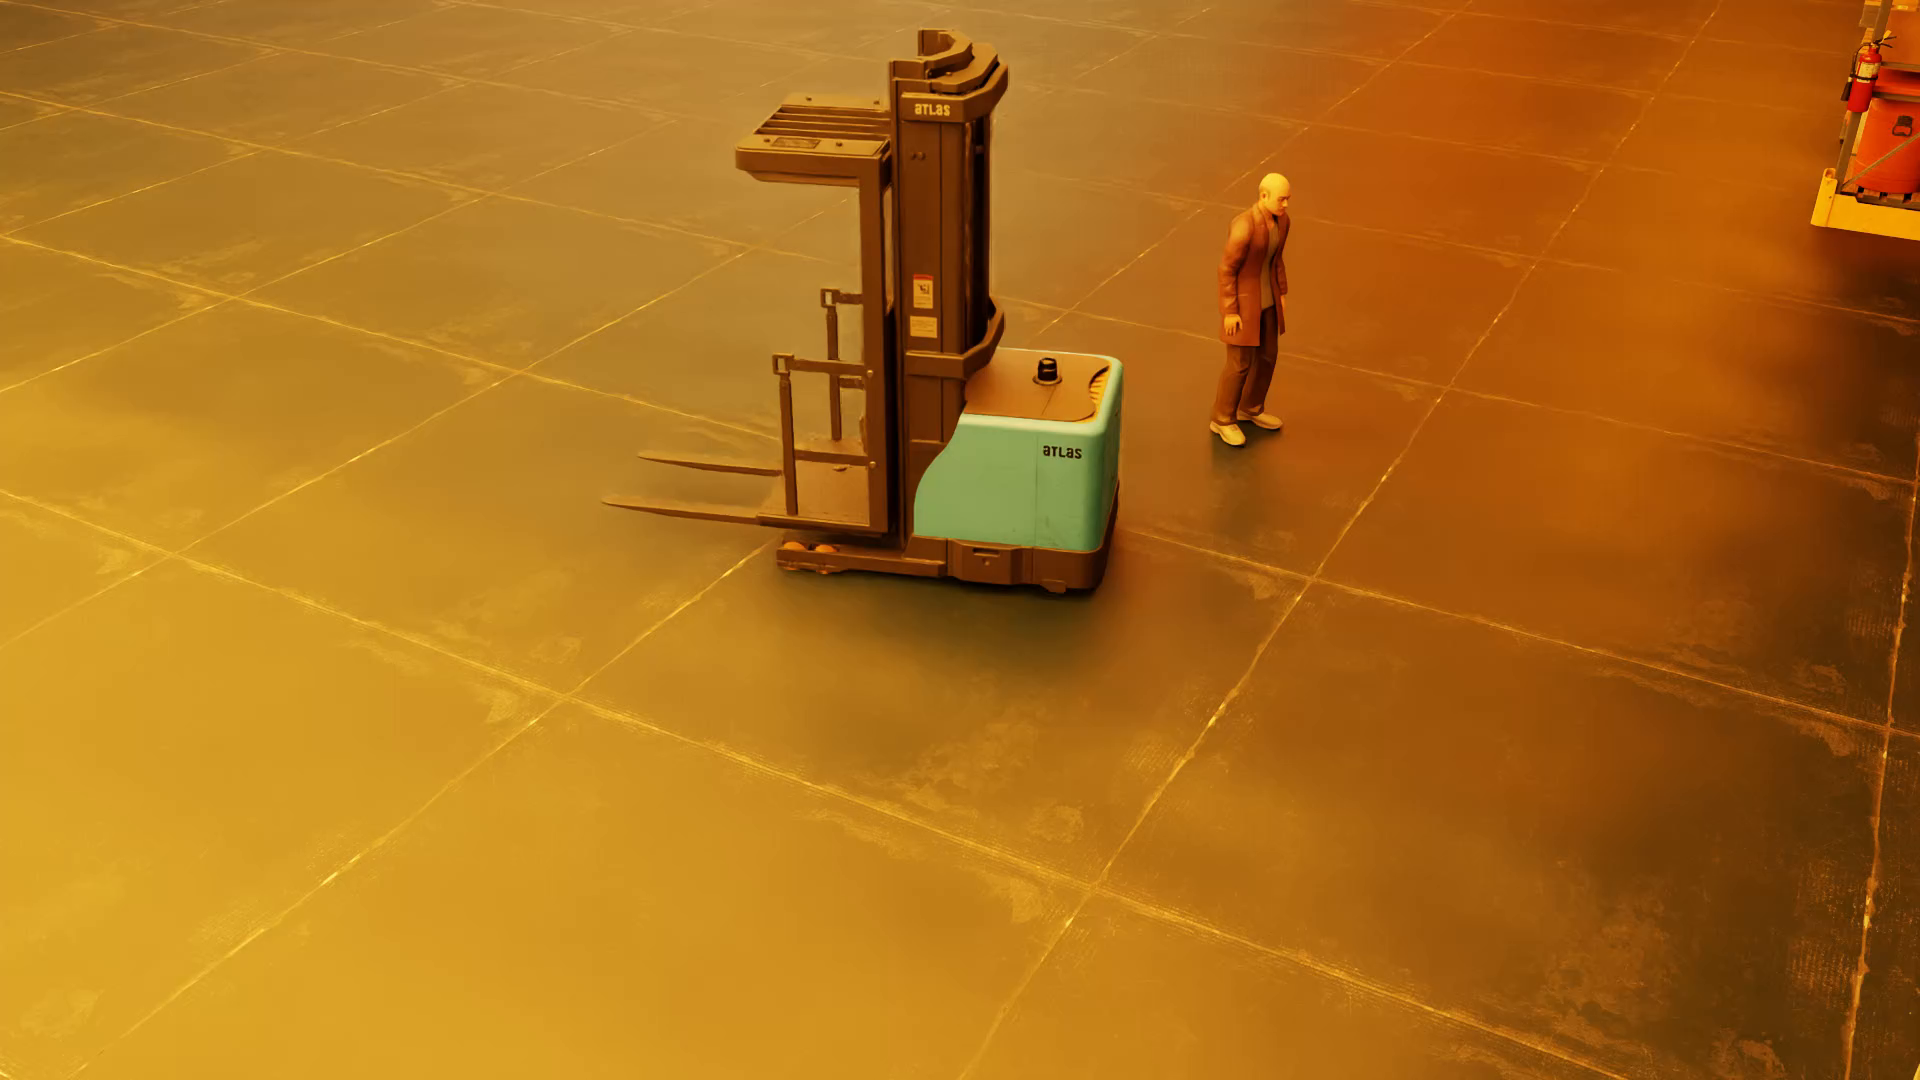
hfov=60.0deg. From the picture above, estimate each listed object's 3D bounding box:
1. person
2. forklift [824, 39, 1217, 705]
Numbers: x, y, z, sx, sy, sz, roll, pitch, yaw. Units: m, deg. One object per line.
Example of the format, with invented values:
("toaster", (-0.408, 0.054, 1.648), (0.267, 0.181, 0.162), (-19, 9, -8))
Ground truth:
("person", (1.944, -1.543, 10.902), (0.654, 1.774, 0.422), (-25, 38, -36))
("forklift", (0.301, -1.017, 8.833), (1.130, 2.935, 3.031), (-15, 33, -24))
